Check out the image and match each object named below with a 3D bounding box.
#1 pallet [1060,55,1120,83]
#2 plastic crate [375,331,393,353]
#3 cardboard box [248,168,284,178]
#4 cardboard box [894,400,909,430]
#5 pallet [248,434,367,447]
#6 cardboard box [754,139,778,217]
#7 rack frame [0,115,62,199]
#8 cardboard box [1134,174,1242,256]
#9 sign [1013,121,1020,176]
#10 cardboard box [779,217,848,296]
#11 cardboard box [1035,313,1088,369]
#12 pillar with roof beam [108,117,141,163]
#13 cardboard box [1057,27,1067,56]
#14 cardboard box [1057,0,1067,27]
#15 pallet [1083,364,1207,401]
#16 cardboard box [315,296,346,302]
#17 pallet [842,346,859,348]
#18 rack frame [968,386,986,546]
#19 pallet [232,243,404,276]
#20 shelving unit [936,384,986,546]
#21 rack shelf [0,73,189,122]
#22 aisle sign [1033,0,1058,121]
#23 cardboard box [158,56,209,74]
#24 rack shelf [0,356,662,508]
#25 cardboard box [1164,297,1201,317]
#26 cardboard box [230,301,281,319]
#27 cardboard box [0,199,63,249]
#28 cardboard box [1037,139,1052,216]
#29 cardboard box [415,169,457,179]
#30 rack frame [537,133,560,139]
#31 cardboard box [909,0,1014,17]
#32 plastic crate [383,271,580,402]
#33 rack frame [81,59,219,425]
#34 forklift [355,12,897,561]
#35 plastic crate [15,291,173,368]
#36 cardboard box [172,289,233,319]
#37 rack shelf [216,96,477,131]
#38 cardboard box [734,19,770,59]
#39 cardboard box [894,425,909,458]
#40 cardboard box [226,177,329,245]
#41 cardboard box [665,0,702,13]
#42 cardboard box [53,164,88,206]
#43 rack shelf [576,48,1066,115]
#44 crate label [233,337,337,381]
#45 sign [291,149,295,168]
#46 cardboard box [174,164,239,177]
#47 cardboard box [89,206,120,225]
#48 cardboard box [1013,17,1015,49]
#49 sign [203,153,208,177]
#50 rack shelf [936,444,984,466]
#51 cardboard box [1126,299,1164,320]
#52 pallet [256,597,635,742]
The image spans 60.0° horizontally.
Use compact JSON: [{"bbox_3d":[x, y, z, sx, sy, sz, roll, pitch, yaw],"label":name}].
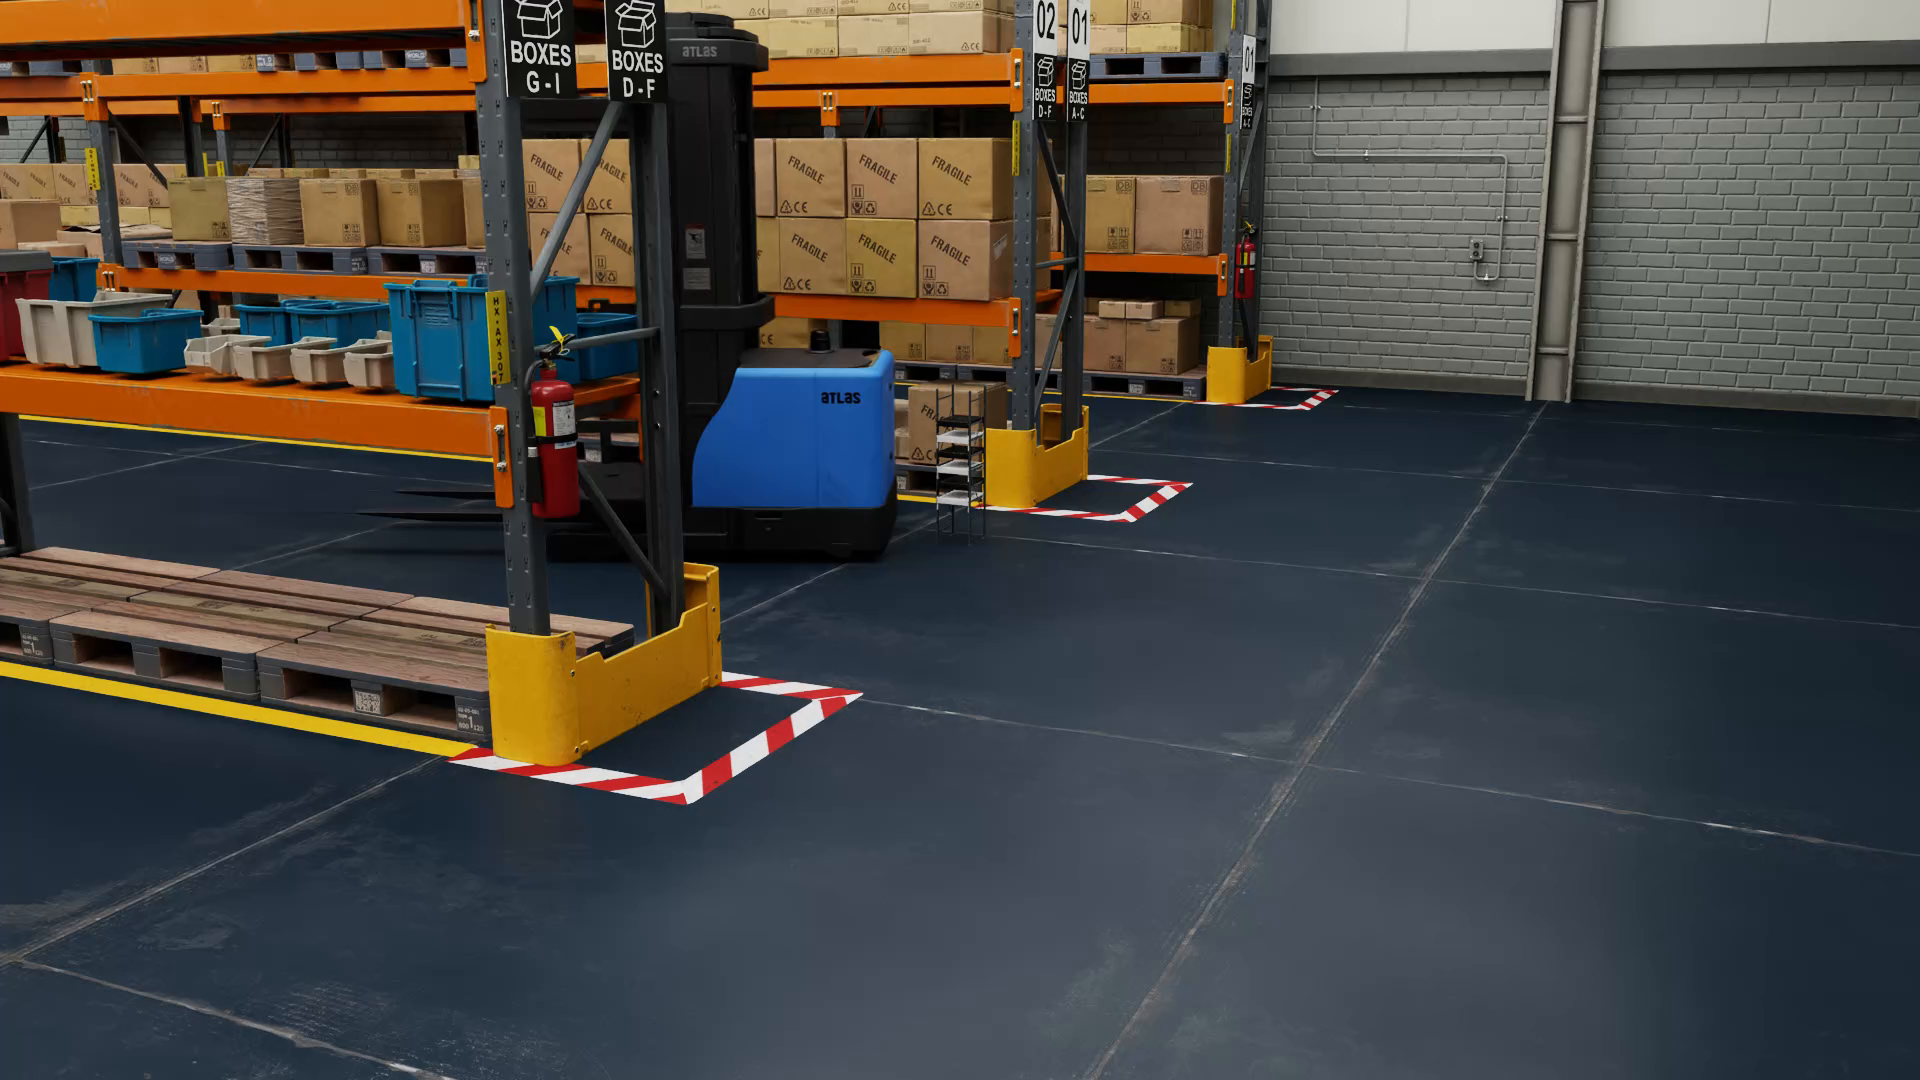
[{"bbox_3d":[0.787,-4.417,15.641,1.213,0.211,1.003,6,14,23],"label":"pallet"},{"bbox_3d":[-2.396,-0.854,7.273,0.298,0.136,0.250,6,14,23],"label":"plastic crate"},{"bbox_3d":[-7.931,-4.140,19.650,0.500,0.500,0.700,6,14,23],"label":"cardboard box"},{"bbox_3d":[-0.253,-0.817,11.727,0.500,0.250,0.500,6,14,23],"label":"cardboard box"},{"bbox_3d":[-4.950,-0.978,13.462,1.213,0.211,1.003,6,14,23],"label":"pallet"},{"bbox_3d":[-1.340,-2.446,11.206,0.500,0.500,0.500,6,15,25],"label":"cardboard box"},{"bbox_3d":[-12.040,-4.301,21.520,0.127,3.000,1.000,6,14,23],"label":"rack frame"},{"bbox_3d":[2.119,-3.012,15.368,0.700,0.700,0.980,7,15,26],"label":"cardboard box"},{"bbox_3d":[0.343,-2.389,10.145,0.005,0.325,0.100,6,14,23],"label":"sign"},{"bbox_3d":[-0.863,-1.914,11.125,0.500,0.500,0.500,6,14,24],"label":"cardboard box"},{"bbox_3d":[0.991,-1.945,16.030,0.500,0.500,0.700,5,14,21],"label":"cardboard box"},{"bbox_3d":[-12.793,-6.439,17.496,0.400,9.000,9.100,6,14,23],"label":"pillar with roof beam"},{"bbox_3d":[0.858,-4.569,15.283,0.500,0.250,0.500,5,14,22],"label":"cardboard box"},{"bbox_3d":[0.876,-4.932,15.191,0.500,0.500,0.500,5,14,21],"label":"cardboard box"},{"bbox_3d":[1.826,-1.521,15.775,1.213,0.211,1.003,6,14,23],"label":"pallet"},{"bbox_3d":[-7.210,-2.826,19.743,0.500,0.500,0.700,5,14,22],"label":"cardboard box"},{"bbox_3d":[-1.804,-1.889,17.343,1.213,0.211,1.003,6,14,23],"label":"pallet"},{"bbox_3d":[0.100,-0.428,9.609,0.006,0.900,0.240,6,14,23],"label":"rack frame"},{"bbox_3d":[-4.948,-2.254,13.213,1.213,0.211,1.003,6,14,23],"label":"pallet"},{"bbox_3d":[0.007,-0.437,9.649,0.210,0.900,0.258,6,14,23],"label":"shelving unit"},{"bbox_3d":[-8.557,-3.821,14.482,4.000,0.370,1.077,6,14,23],"label":"rack shelf"},{"bbox_3d":[0.524,-2.981,10.203,0.004,0.787,0.394,6,14,23],"label":"aisle sign"},{"bbox_3d":[-5.850,-3.955,13.257,0.500,0.500,0.910,6,14,23],"label":"cardboard box"},{"bbox_3d":[-3.252,-0.586,7.263,4.000,0.370,1.077,6,14,23],"label":"rack shelf"},{"bbox_3d":[2.104,-2.198,15.690,0.250,0.149,0.380,6,14,24],"label":"cardboard box"},{"bbox_3d":[-5.725,-1.847,13.925,0.500,0.250,0.500,6,15,25],"label":"cardboard box"},{"bbox_3d":[-8.269,-2.727,14.590,0.500,0.500,0.500,5,14,20],"label":"cardboard box"},{"bbox_3d":[0.287,-2.417,11.083,0.500,0.500,0.500,6,15,25],"label":"cardboard box"},{"bbox_3d":[-5.681,-3.911,18.676,0.500,0.500,0.700,4,14,18],"label":"cardboard box"},{"bbox_3d":[-4.725,-3.561,18.365,0.127,3.000,1.000,6,14,23],"label":"rack frame"},{"bbox_3d":[0.013,-3.411,10.392,0.500,0.250,0.500,6,14,23],"label":"cardboard box"},{"bbox_3d":[-1.806,-0.790,6.347,0.499,0.435,0.616,6,14,23],"label":"plastic crate"},{"bbox_3d":[-6.728,-2.526,13.954,0.127,3.000,1.000,6,14,23],"label":"rack frame"},{"bbox_3d":[-1.910,-1.429,9.428,3.031,2.935,1.130,0,13,2],"label":"forklift"},{"bbox_3d":[-3.759,-0.913,7.210,0.530,0.282,0.437,6,14,23],"label":"plastic crate"},{"bbox_3d":[-9.348,-3.016,20.551,0.500,0.500,0.500,5,14,19],"label":"cardboard box"},{"bbox_3d":[-6.554,-4.856,18.893,4.000,0.370,1.077,6,14,23],"label":"rack shelf"},{"bbox_3d":[-1.356,-3.307,11.046,0.500,0.250,0.500,6,14,23],"label":"cardboard box"},{"bbox_3d":[-0.345,-0.676,11.308,0.250,0.166,0.380,6,14,23],"label":"cardboard box"},{"bbox_3d":[-5.348,-2.620,13.216,0.500,0.500,0.700,9,16,34],"label":"cardboard box"},{"bbox_3d":[-1.817,-3.595,11.178,0.500,0.250,0.500,6,14,23],"label":"cardboard box"},{"bbox_3d":[-10.807,-4.399,20.580,0.500,0.500,0.500,5,14,21],"label":"cardboard box"},{"bbox_3d":[-1.243,-3.081,11.328,4.000,0.370,1.077,6,14,23],"label":"rack shelf"},{"bbox_3d":[-2.766,-0.741,6.791,0.243,0.136,0.396,6,14,23],"label":"crate label"},{"bbox_3d":[-8.161,-4.611,20.305,0.005,0.325,0.100,6,14,23],"label":"sign"},{"bbox_3d":[-8.940,-4.212,19.783,0.500,0.500,0.500,6,14,23],"label":"cardboard box"},{"bbox_3d":[-10.317,-3.986,20.460,0.500,0.250,0.500,6,14,24],"label":"cardboard box"},{"bbox_3d":[0.219,-3.274,10.903,0.500,0.250,0.500,6,14,23],"label":"cardboard box"},{"bbox_3d":[-6.517,-3.165,14.318,0.005,0.325,0.100,6,14,23],"label":"sign"},{"bbox_3d":[0.007,-0.493,9.636,0.200,0.077,0.258,6,14,23],"label":"rack shelf"},{"bbox_3d":[1.717,-2.142,15.449,0.250,0.149,0.380,6,14,23],"label":"cardboard box"},{"bbox_3d":[-2.162,0.522,7.070,1.213,0.211,1.003,6,14,23],"label":"pallet"}]
